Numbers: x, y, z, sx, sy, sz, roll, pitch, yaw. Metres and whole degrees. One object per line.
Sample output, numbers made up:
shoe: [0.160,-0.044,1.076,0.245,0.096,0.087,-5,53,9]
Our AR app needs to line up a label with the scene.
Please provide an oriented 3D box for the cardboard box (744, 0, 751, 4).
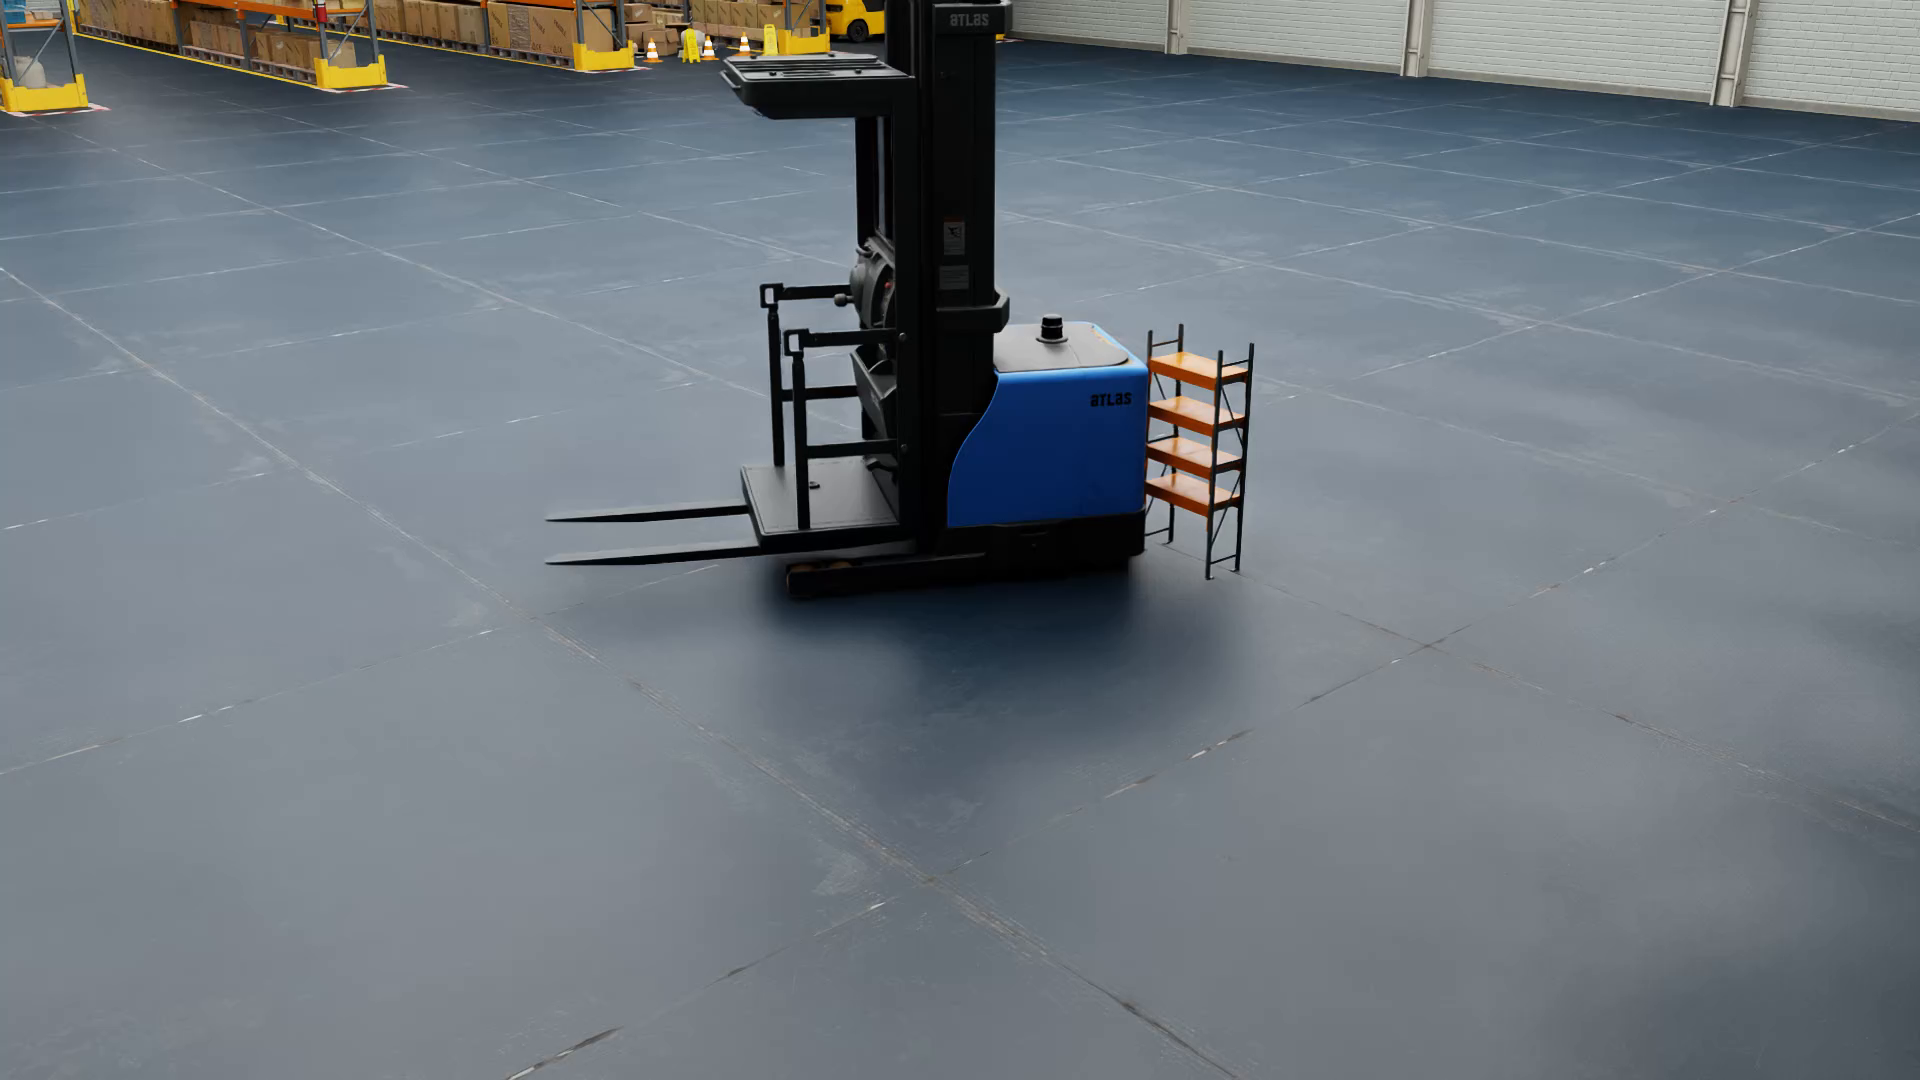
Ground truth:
cardboard box: [-4.462,-11.731,36.098,0.380,0.149,0.250,-17,27,-37]

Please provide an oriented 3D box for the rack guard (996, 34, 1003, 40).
rack guard: [0.485,-11.861,38.582,1.175,0.500,0.348,-17,27,-37]

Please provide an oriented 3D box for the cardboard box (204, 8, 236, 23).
cardboard box: [-15.204,-10.768,34.160,0.500,0.250,0.500,-14,25,-32]

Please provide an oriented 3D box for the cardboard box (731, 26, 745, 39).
cardboard box: [-4.698,-11.212,36.691,0.500,0.250,0.500,-19,28,-39]

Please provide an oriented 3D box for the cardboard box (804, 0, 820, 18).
cardboard box: [-3.484,-13.792,42.764,0.875,0.625,0.625,-19,28,-40]

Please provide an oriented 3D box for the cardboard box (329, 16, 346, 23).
cardboard box: [-15.320,-12.854,41.022,0.380,0.149,0.250,-17,27,-37]

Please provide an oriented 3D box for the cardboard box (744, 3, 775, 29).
cardboard box: [-4.353,-11.416,36.185,0.500,0.500,0.500,-16,27,-36]

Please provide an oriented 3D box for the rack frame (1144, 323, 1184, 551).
rack frame: [1.049,-0.524,8.677,0.240,1.200,0.015,-16,26,-35]

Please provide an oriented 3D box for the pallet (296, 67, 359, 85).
pallet: [-11.350,-8.446,30.257,1.003,0.211,1.213,-17,27,-37]

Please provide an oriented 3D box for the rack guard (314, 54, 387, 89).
rack guard: [-10.846,-8.347,29.610,1.175,0.500,0.348,-17,27,-37]

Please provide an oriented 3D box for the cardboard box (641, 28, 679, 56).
cardboard box: [-6.353,-10.569,35.279,0.637,0.503,0.797,3,22,9]

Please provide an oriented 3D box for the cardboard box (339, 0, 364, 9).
cardboard box: [-10.802,-9.509,29.492,0.380,0.149,0.250,-17,27,-37]

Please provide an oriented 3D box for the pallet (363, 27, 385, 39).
pallet: [-13.496,-12.108,39.608,1.003,0.211,1.213,-17,27,-37]

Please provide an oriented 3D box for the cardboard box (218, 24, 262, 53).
cardboard box: [-14.455,-10.102,33.486,0.500,0.500,0.700,20,29,41]

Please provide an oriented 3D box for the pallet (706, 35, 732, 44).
pallet: [-5.435,-11.479,38.002,1.003,0.211,1.213,-17,27,-37]

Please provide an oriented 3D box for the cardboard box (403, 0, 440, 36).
cardboard box: [-11.866,-11.812,37.537,1.050,0.750,0.750,-18,28,-38]

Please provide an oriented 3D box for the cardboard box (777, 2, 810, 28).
cardboard box: [-3.622,-11.409,36.165,0.500,0.500,0.500,-19,28,-39]

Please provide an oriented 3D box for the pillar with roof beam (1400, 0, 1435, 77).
pillar with roof beam: [5.269,-11.892,27.007,9.100,9.000,0.400,-17,27,-37]

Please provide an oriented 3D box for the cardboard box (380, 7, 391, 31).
cardboard box: [-13.159,-12.149,38.740,0.500,0.500,0.500,-16,27,-35]

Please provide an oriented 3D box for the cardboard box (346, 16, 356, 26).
cardboard box: [-14.525,-12.723,40.206,0.500,0.500,0.500,-16,27,-35]

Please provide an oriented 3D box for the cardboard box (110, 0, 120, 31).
cardboard box: [-19.000,-12.213,38.390,0.875,0.875,0.875,-17,27,-37]

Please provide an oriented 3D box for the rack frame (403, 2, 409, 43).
rack frame: [-12.195,-12.853,37.687,1.000,3.000,0.127,-17,27,-37]

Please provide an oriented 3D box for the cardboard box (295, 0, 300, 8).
cardboard box: [-11.655,-9.601,29.730,0.380,0.149,0.250,-17,27,-37]

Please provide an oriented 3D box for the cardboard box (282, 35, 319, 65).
cardboard box: [-12.332,-9.198,31.205,0.500,0.500,0.500,19,29,40]

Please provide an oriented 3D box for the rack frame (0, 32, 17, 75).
rack frame: [-17.160,-9.416,28.912,1.000,3.000,0.127,-17,27,-37]

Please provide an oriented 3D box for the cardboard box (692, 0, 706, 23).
cardboard box: [-5.719,-11.991,37.653,0.500,0.500,0.500,-16,26,-35]

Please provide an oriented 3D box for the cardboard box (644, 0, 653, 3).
cardboard box: [-8.850,-15.877,48.260,0.500,0.500,0.500,-17,27,-36]

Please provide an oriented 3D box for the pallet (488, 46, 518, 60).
pallet: [-9.147,-10.221,34.790,1.003,0.211,1.213,-17,27,-37]

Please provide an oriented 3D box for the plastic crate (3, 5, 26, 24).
plastic crate: [-15.102,-8.309,26.289,0.499,0.251,0.616,-17,27,-37]

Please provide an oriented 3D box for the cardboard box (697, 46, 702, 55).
cardboard box: [-5.674,-10.403,35.340,0.380,0.149,0.250,-4,22,-10]

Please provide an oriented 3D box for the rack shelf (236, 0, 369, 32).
rack shelf: [-12.102,-9.708,30.643,1.077,0.370,4.000,-17,27,-37]

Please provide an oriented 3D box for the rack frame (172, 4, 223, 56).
rack frame: [-16.018,-11.700,34.744,1.000,3.000,0.127,-17,27,-37]

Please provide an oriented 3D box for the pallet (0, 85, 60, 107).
pallet: [-15.160,-7.248,27.200,1.003,0.211,1.213,-17,27,-37]

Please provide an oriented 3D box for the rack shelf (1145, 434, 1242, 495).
rack shelf: [1.197,-0.391,8.522,0.258,0.148,0.480,-16,26,-35]

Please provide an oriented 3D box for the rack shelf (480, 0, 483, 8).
rack shelf: [-10.889,-11.966,36.408,1.077,0.370,4.000,-17,27,-37]

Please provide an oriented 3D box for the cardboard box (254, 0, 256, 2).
cardboard box: [-12.987,-10.146,31.119,0.380,0.149,0.250,-17,27,-37]

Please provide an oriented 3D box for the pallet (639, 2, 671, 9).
pallet: [-8.612,-15.576,48.463,1.003,0.211,1.213,-17,27,-37]

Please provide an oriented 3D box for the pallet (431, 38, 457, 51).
pallet: [-10.945,-10.982,36.734,1.003,0.211,1.213,-17,27,-37]

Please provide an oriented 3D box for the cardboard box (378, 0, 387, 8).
cardboard box: [-13.178,-12.497,38.602,0.500,0.250,0.500,-17,27,-37]

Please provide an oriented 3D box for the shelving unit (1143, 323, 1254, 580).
shelving unit: [1.197,-0.454,8.497,0.258,1.200,0.503,-16,26,-35]

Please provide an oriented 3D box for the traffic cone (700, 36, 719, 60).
traffic cone: [-5.166,-10.121,34.191,0.336,0.463,0.334,-17,27,-37]

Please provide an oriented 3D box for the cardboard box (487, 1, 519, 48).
cardboard box: [-9.226,-10.764,34.690,0.875,0.875,0.875,-17,27,-37]

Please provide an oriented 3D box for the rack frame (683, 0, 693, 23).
rack frame: [-5.900,-12.954,37.945,1.000,3.000,0.127,-17,27,-37]

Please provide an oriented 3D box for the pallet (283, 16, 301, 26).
pallet: [-16.864,-13.511,43.191,1.003,0.211,1.213,-17,27,-37]

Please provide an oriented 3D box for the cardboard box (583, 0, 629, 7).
cardboard box: [-8.899,-13.476,41.616,0.875,0.875,0.875,-18,28,-38]

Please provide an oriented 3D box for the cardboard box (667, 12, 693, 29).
cardboard box: [-6.244,-12.071,38.717,0.950,0.372,0.625,-17,27,-37]

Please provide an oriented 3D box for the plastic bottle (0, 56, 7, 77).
plastic bottle: [-16.630,-8.244,28.948,0.144,0.351,0.185,-17,27,-37]

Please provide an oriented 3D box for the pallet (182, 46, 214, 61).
pallet: [-15.509,-10.186,34.700,1.003,0.211,1.213,-17,27,-37]

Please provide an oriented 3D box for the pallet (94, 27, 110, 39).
pallet: [-19.867,-12.073,39.519,1.003,0.211,1.213,-17,27,-37]

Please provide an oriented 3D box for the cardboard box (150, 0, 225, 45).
cardboard box: [-16.453,-11.102,35.554,1.225,0.875,0.875,-19,28,-40]

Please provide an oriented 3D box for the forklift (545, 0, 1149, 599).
forklift: [-0.615,-1.284,8.244,3.031,2.935,1.130,-5,22,-12]
